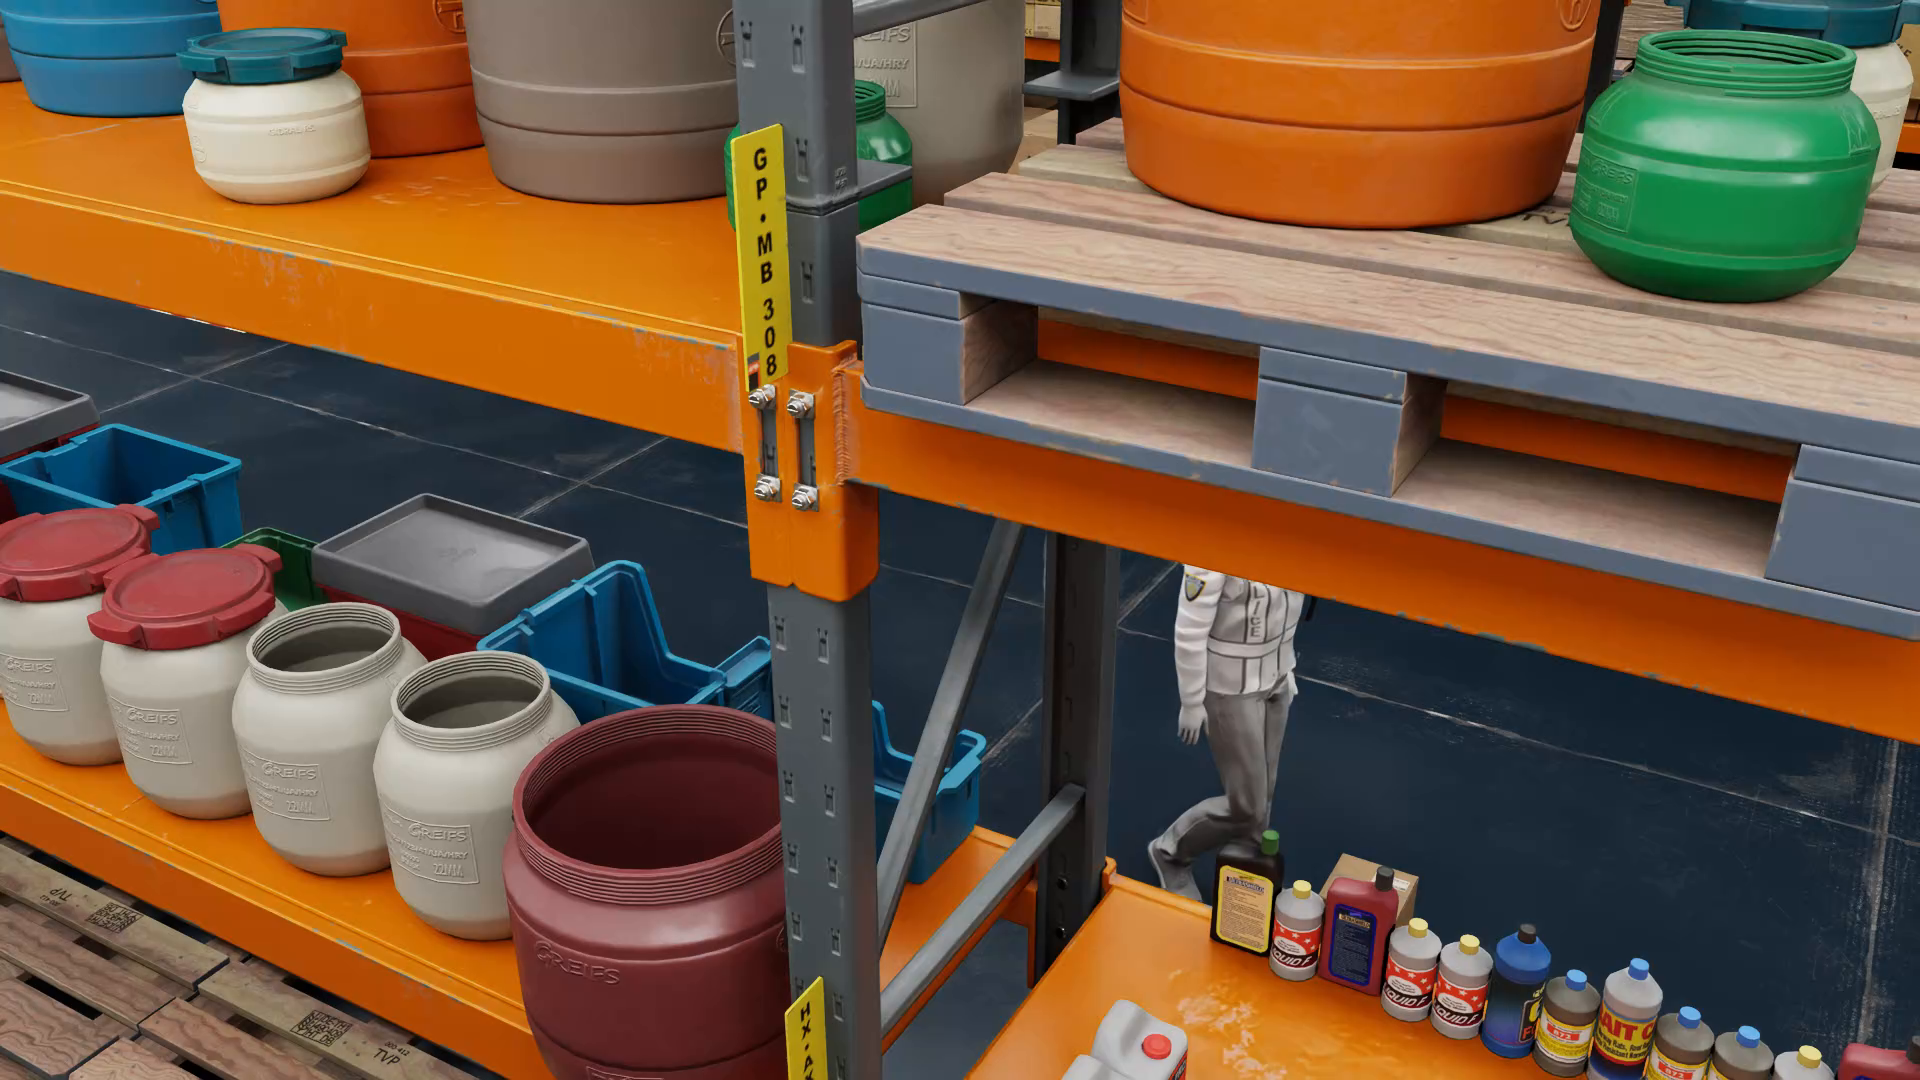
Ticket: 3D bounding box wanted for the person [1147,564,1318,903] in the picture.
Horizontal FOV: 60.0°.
[{"bbox_3d":[0.906,0.456,5.167,0.511,1.662,0.502,19,32,33],"label":"person"}]
